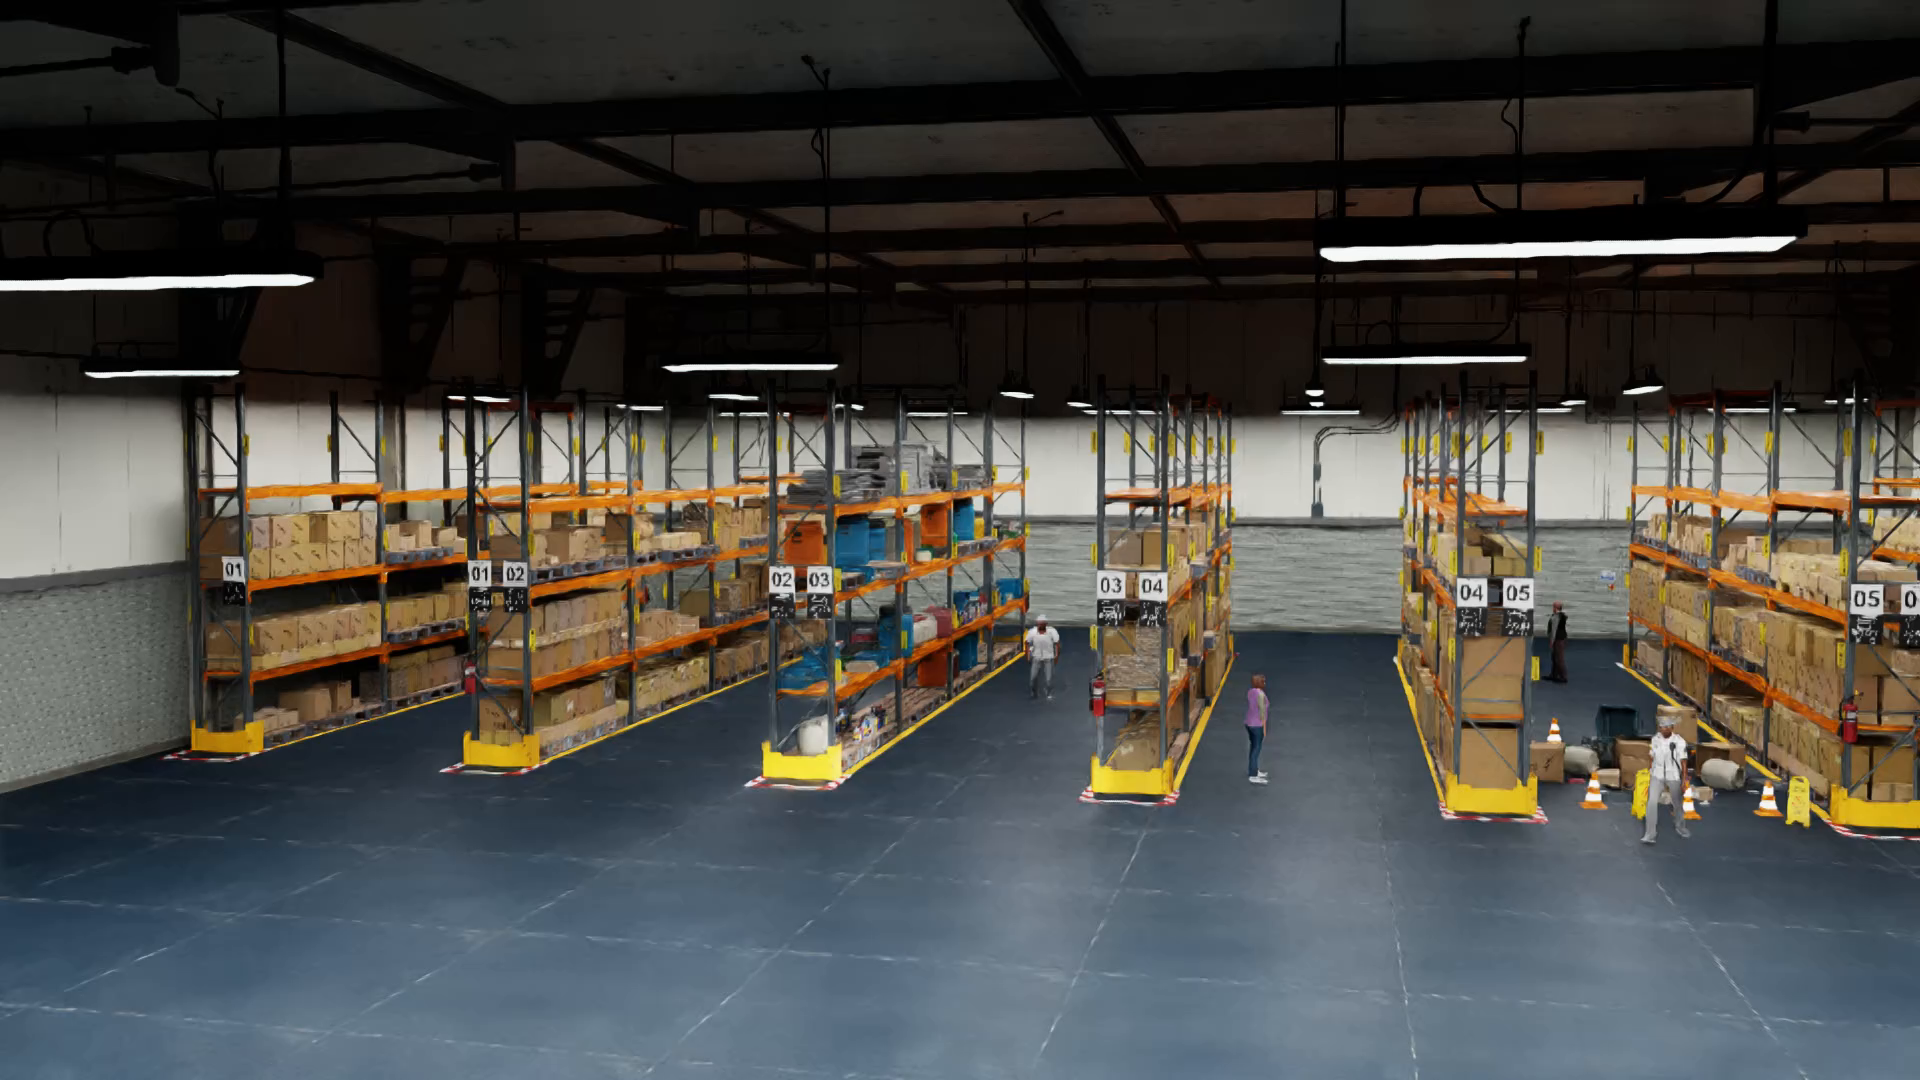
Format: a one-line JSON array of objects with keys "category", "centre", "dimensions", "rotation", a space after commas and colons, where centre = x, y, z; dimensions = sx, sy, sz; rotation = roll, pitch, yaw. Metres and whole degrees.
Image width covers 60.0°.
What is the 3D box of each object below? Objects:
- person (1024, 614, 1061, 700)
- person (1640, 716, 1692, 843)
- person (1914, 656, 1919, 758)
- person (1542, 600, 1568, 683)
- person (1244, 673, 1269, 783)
[{"category": "person", "centre": [1.606, 2.295, 32.512], "dimensions": [0.719, 1.714, 0.578], "rotation": [1, 3, 11]}, {"category": "person", "centre": [8.925, 2.993, 20.968], "dimensions": [0.489, 1.619, 0.944], "rotation": [2, 4, 35]}, {"category": "person", "centre": [15.225, 2.607, 26.206], "dimensions": [0.573, 1.764, 0.669], "rotation": [3, 4, 43]}, {"category": "person", "centre": [12.554, 2.127, 35.029], "dimensions": [0.581, 1.718, 0.640], "rotation": [2, 4, 33]}, {"category": "person", "centre": [4.437, 2.776, 24.692], "dimensions": [0.419, 1.603, 0.504], "rotation": [-1, 3, -15]}]
